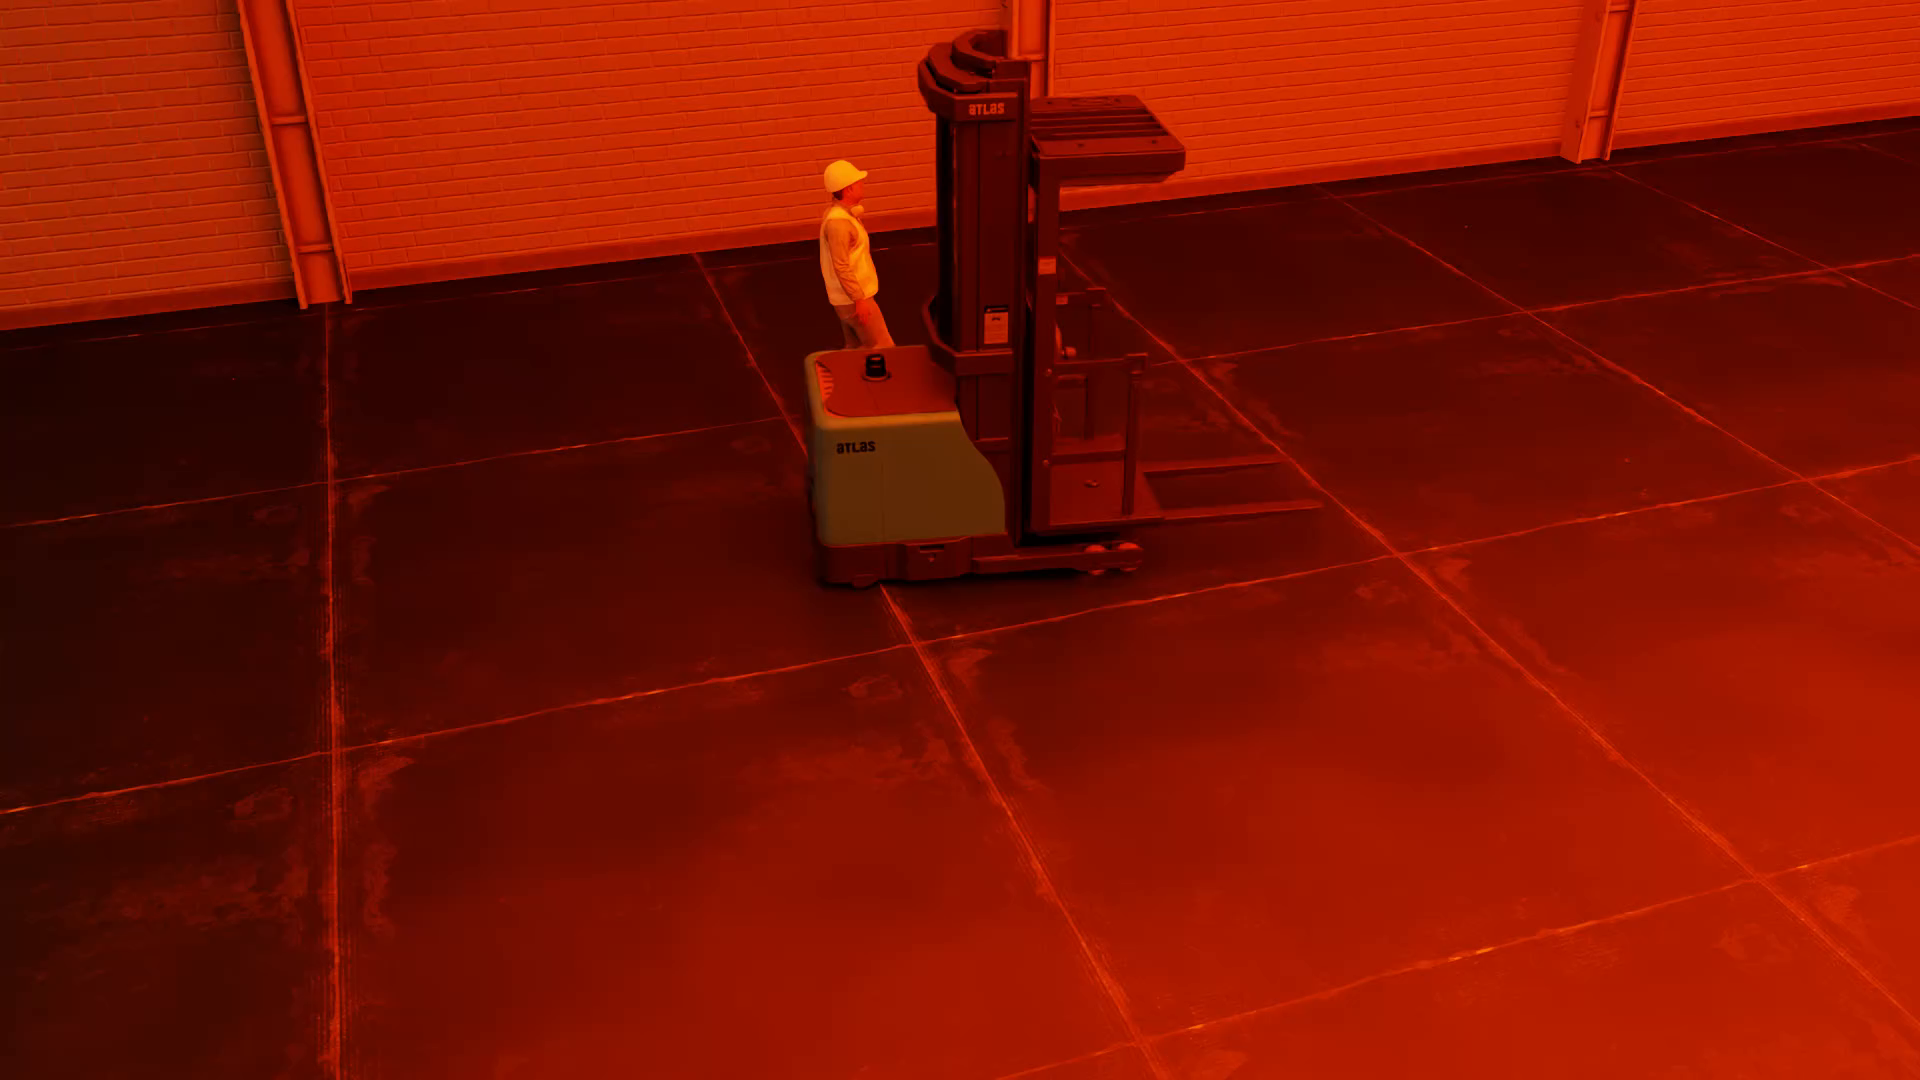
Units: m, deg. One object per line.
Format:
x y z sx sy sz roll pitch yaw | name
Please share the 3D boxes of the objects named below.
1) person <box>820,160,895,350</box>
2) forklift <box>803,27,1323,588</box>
-0.641 -1.650 11.098 0.568 1.774 0.633 -3 30 -5 | person
0.624 -1.329 9.396 3.031 2.935 1.130 -4 30 -8 | forklift
